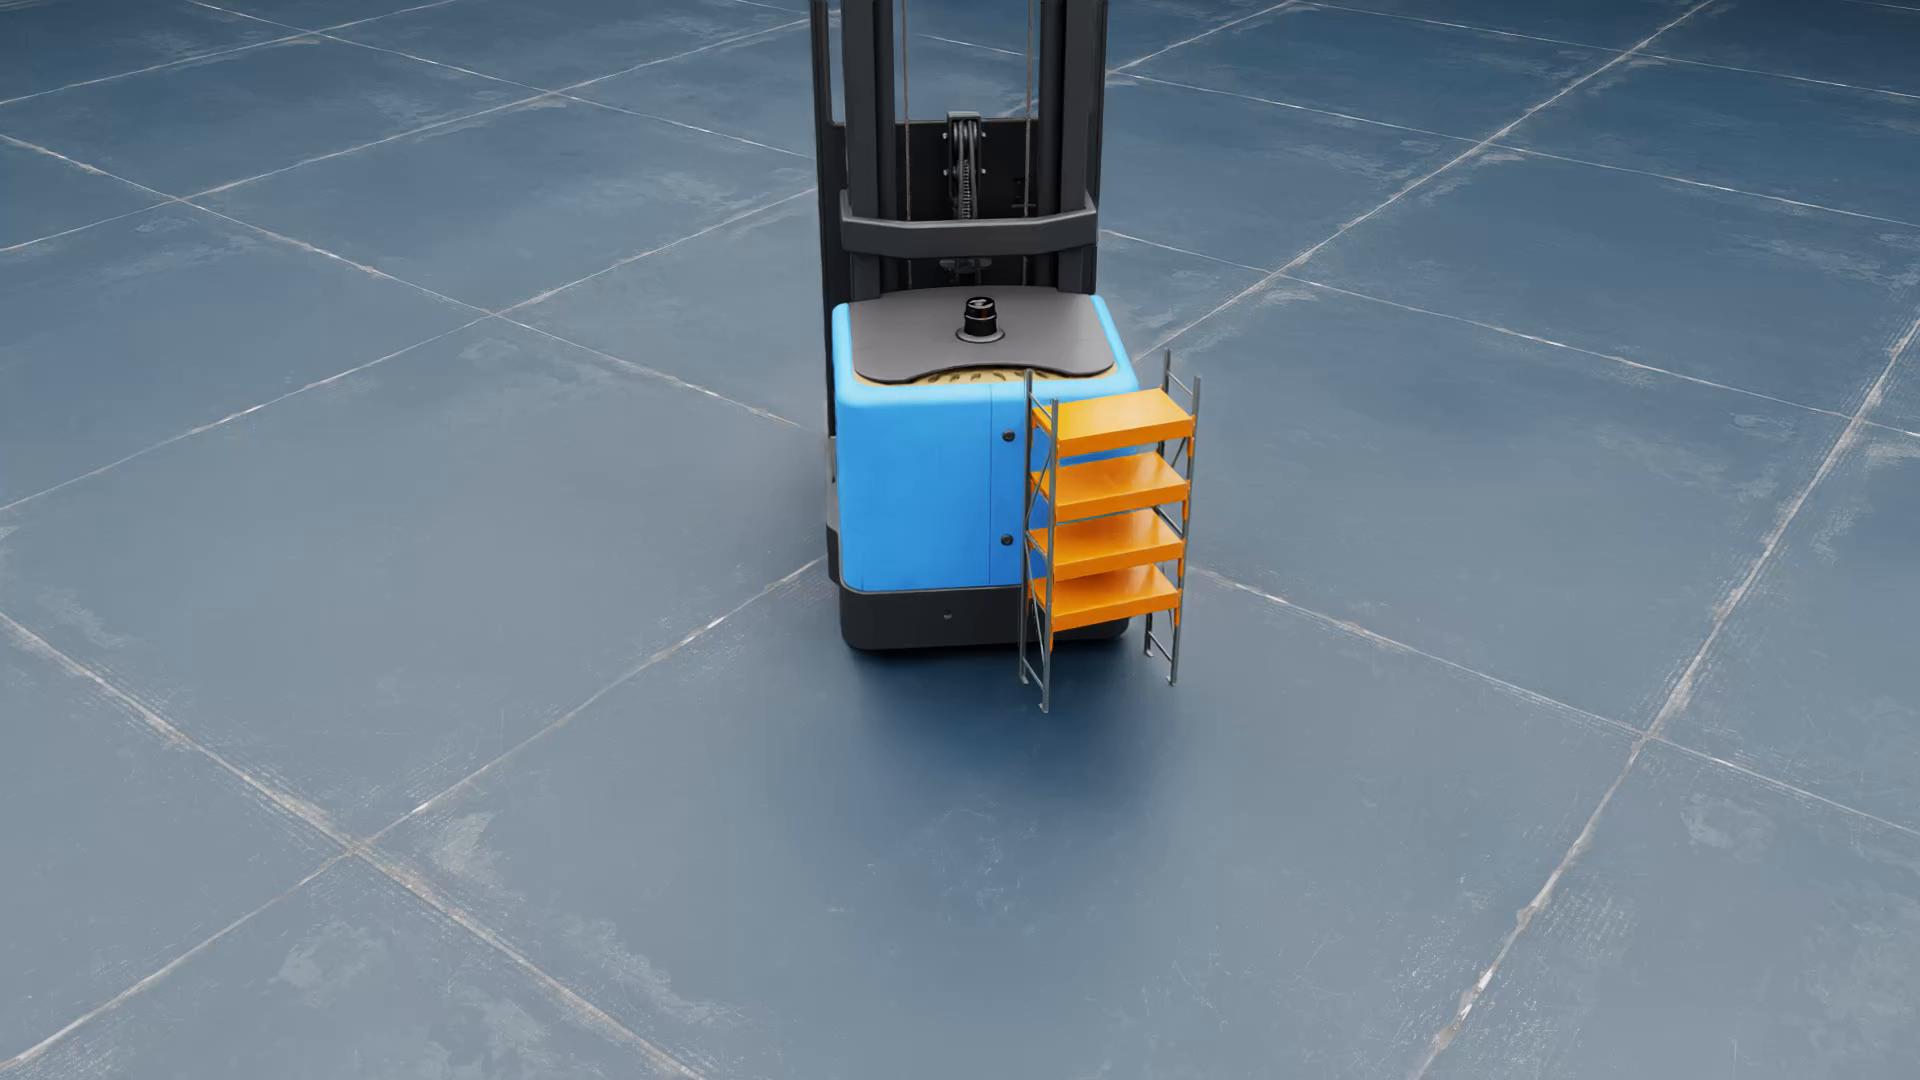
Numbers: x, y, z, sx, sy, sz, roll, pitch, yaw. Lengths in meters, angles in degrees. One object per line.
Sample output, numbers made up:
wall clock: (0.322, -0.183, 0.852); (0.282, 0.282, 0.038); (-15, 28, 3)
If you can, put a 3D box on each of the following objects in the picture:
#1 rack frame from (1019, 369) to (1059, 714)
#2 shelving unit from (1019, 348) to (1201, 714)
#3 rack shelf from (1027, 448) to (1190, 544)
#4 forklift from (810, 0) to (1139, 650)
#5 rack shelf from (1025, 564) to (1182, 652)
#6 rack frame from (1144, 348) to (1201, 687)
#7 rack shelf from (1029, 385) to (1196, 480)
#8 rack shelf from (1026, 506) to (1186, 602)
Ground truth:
rack frame: (0.258, 0.026, 5.530); (0.015, 1.200, 0.240); (-10, 32, -17)
shelving unit: (0.488, -0.016, 5.600); (0.503, 1.200, 0.258); (-10, 32, -17)
rack shelf: (0.488, -0.150, 5.520); (0.480, 0.148, 0.258); (-10, 32, -17)
forklift: (-0.026, -1.593, 6.563); (1.130, 2.935, 3.031); (-3, 31, -4)
rack shelf: (0.488, 0.213, 5.735); (0.480, 0.148, 0.258); (-10, 32, -17)
rack frame: (0.719, -0.057, 5.669); (0.015, 1.200, 0.240); (-10, 32, -17)
rack shelf: (0.488, -0.354, 5.399); (0.480, 0.148, 0.258); (-10, 32, -17)
rack shelf: (0.488, 0.042, 5.634); (0.480, 0.148, 0.258); (-10, 32, -17)
